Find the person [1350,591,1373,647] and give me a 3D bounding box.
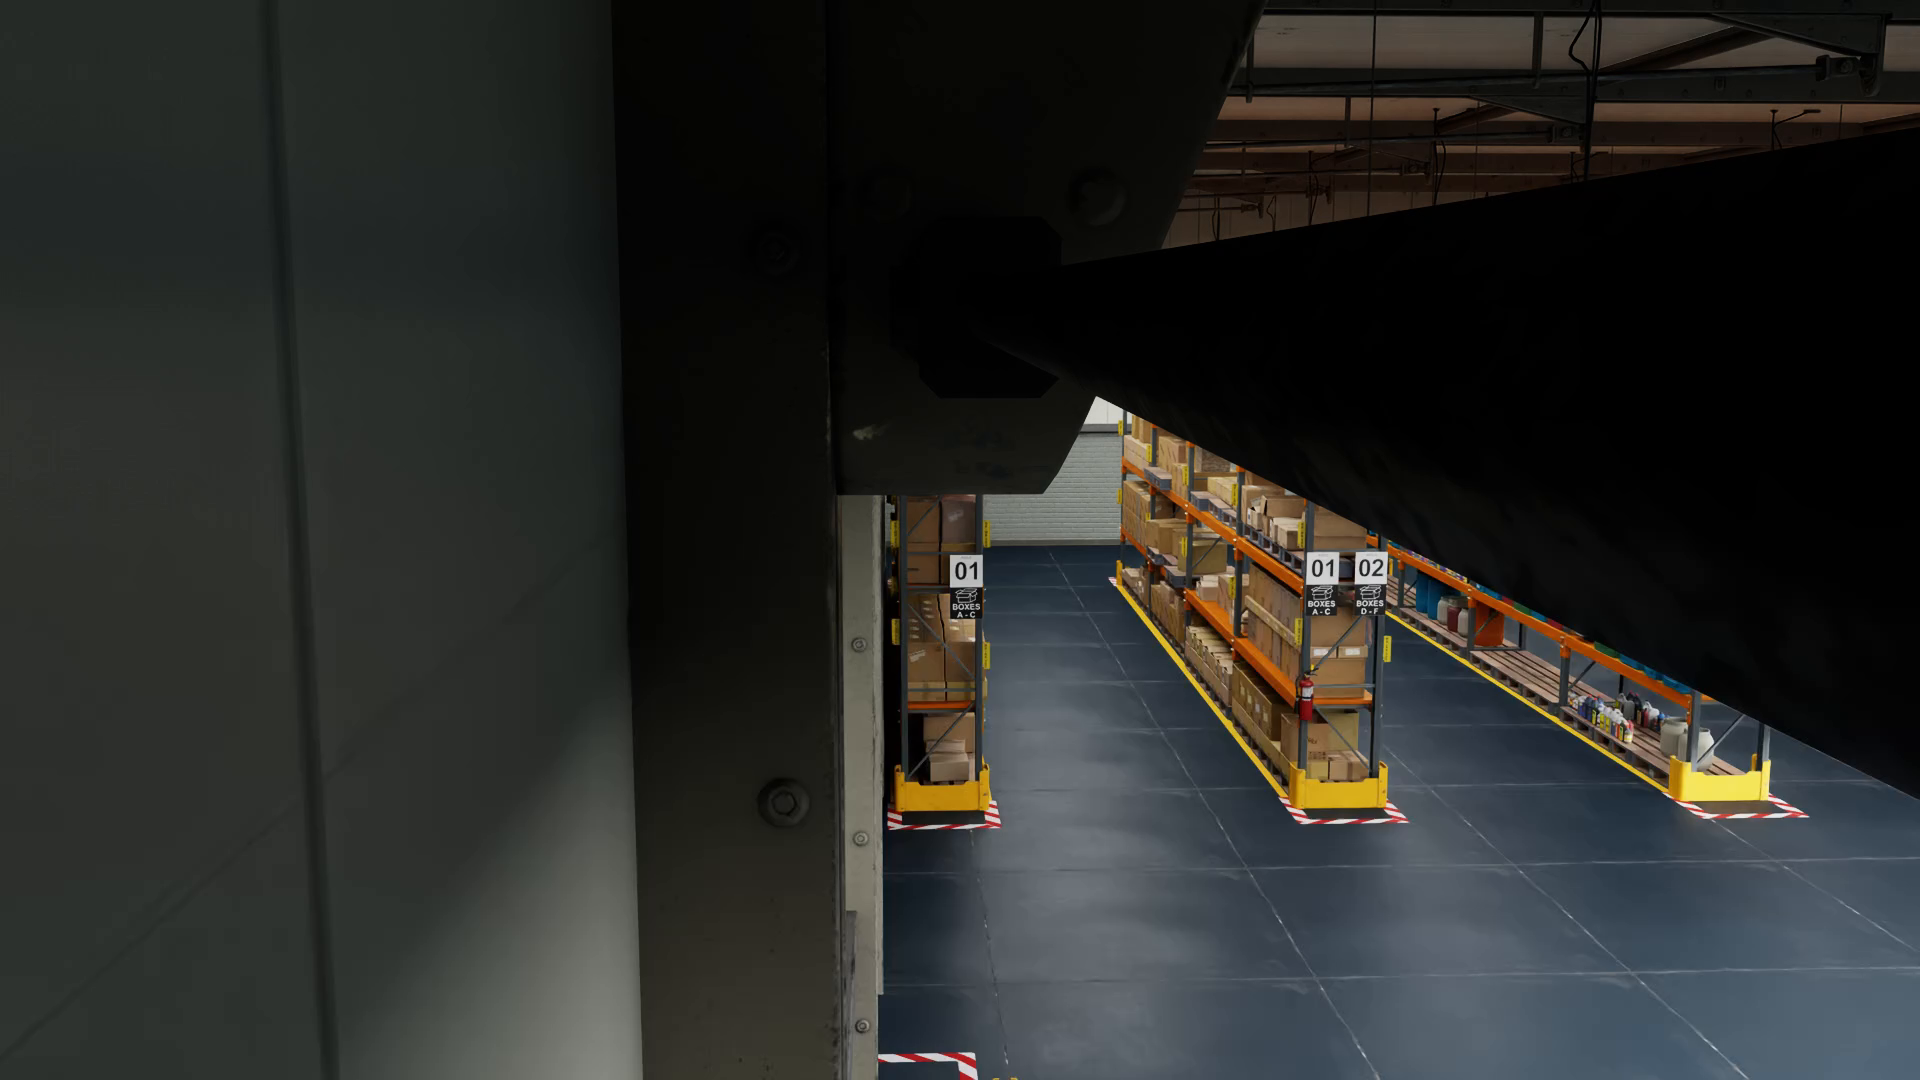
[{"bbox_3d":[6.365,1.533,26.826,0.520,1.650,1.103,-3,9,-18],"label":"person"}]
